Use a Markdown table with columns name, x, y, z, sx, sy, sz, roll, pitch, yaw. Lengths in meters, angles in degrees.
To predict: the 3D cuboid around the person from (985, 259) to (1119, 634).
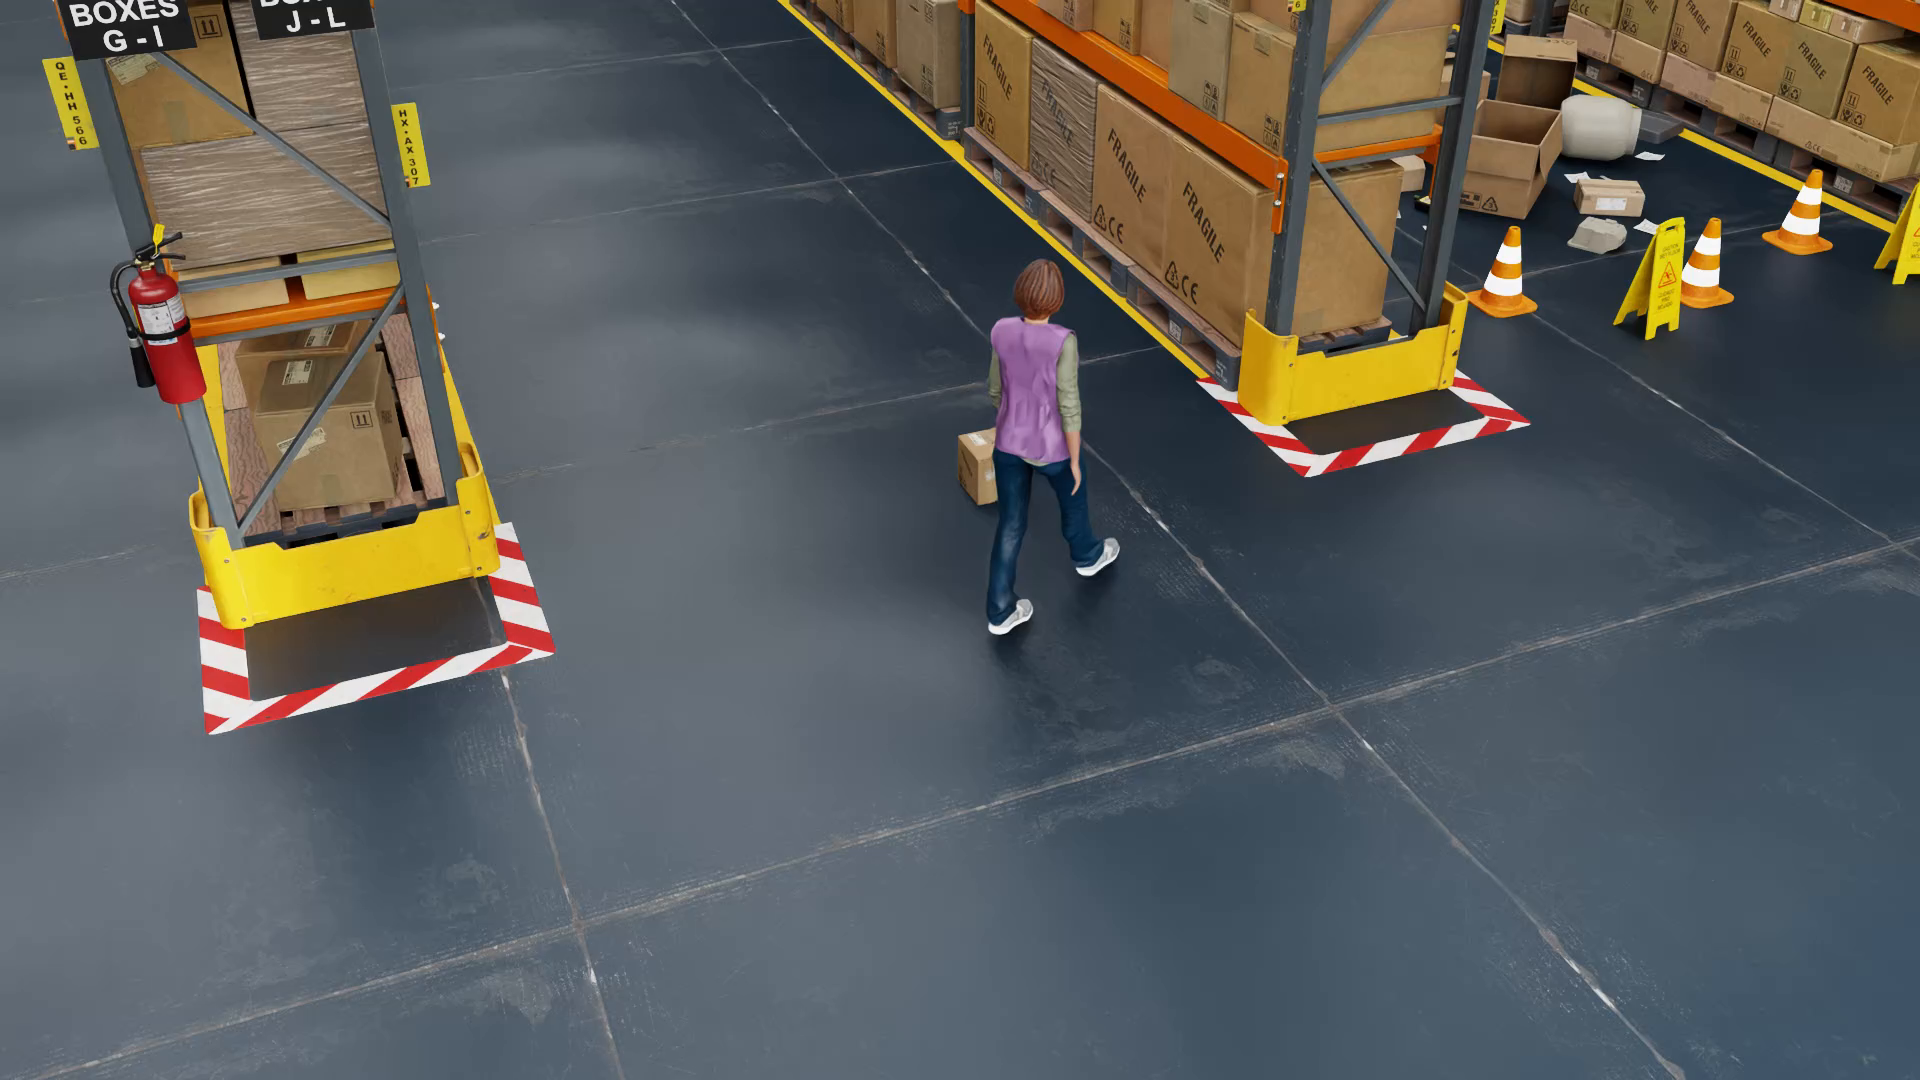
| name | x | y | z | sx | sy | sz | roll | pitch | yaw |
| --- | --- | --- | --- | --- | --- | --- | --- | --- | --- |
| person | 0.344 | -0.423 | 6.763 | 0.467 | 1.567 | 0.826 | 14 | 36 | 20 |
